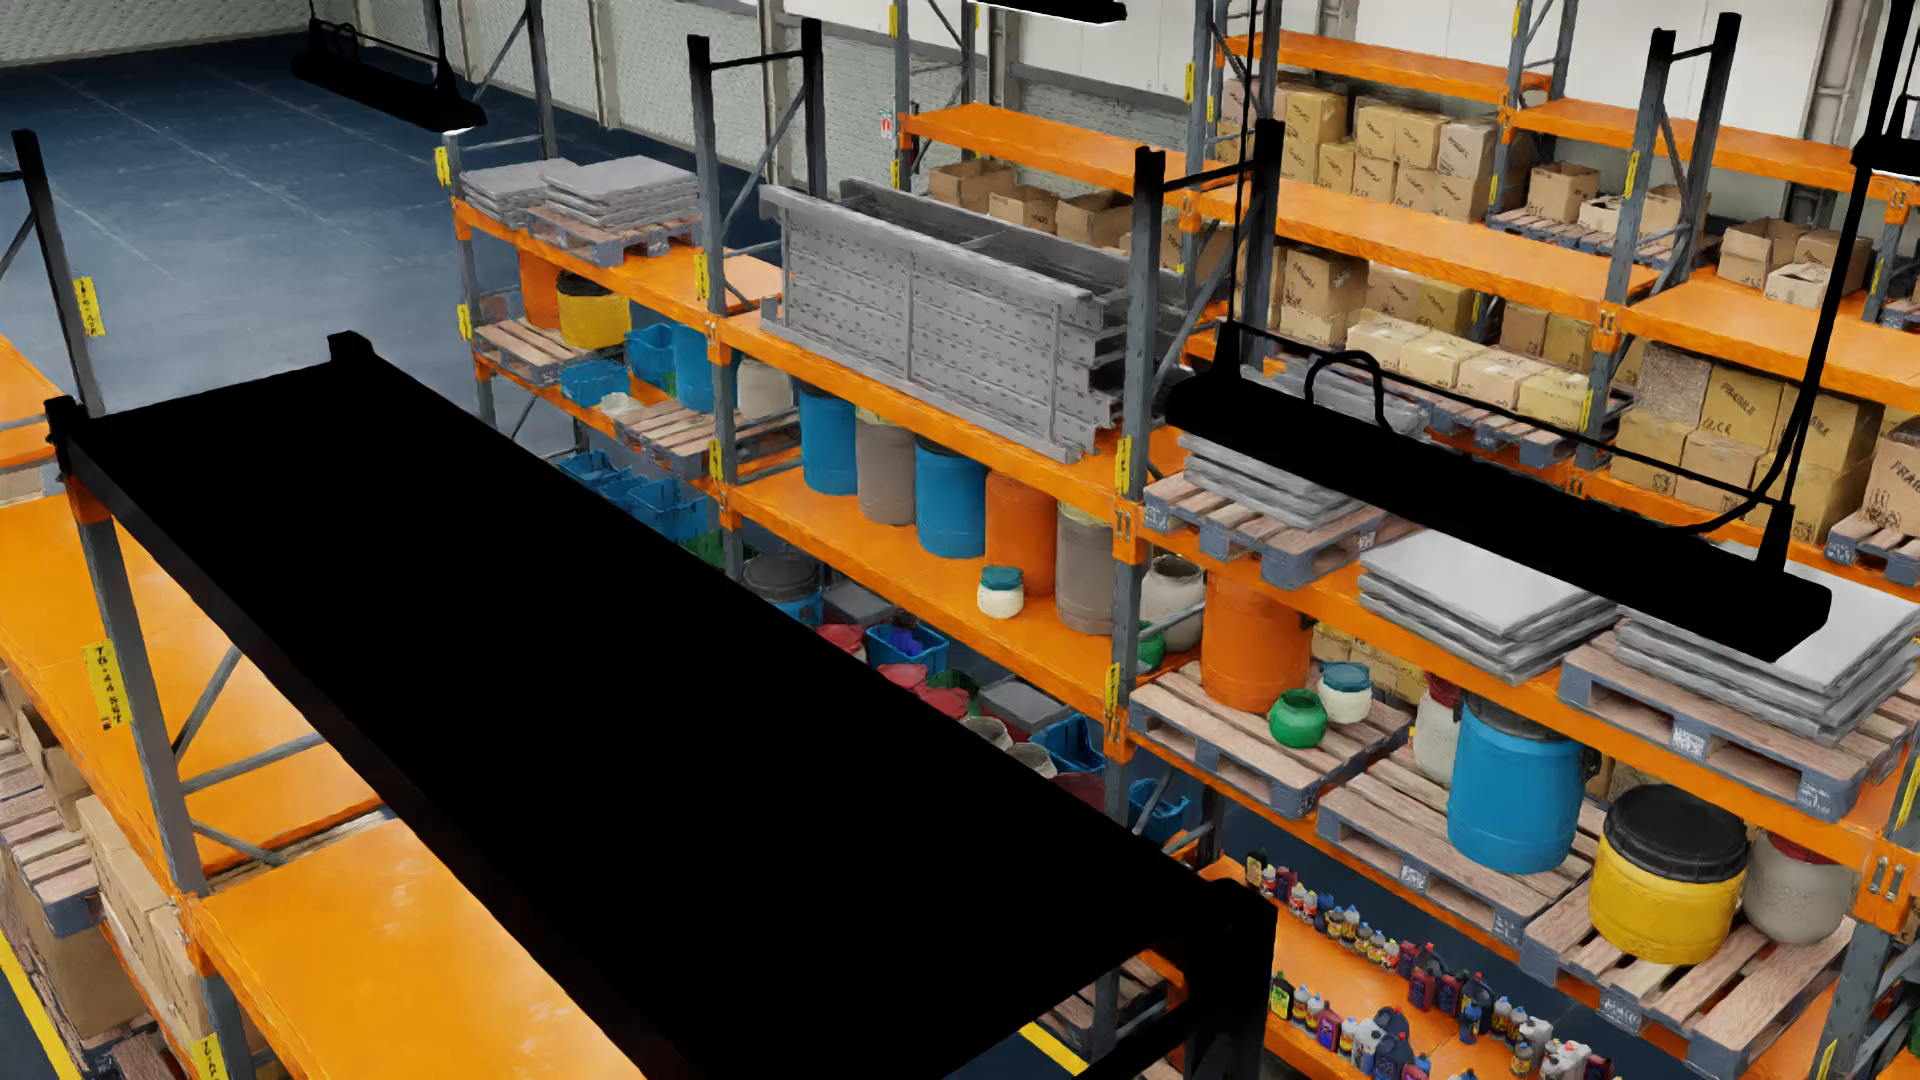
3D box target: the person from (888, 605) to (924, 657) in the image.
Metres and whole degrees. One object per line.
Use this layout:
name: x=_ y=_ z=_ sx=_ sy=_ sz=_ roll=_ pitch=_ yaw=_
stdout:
person: x=-0.467 y=1.211 z=12.934 sx=0.626 sy=1.648 sz=0.553 roll=19 pitch=32 yaw=32
